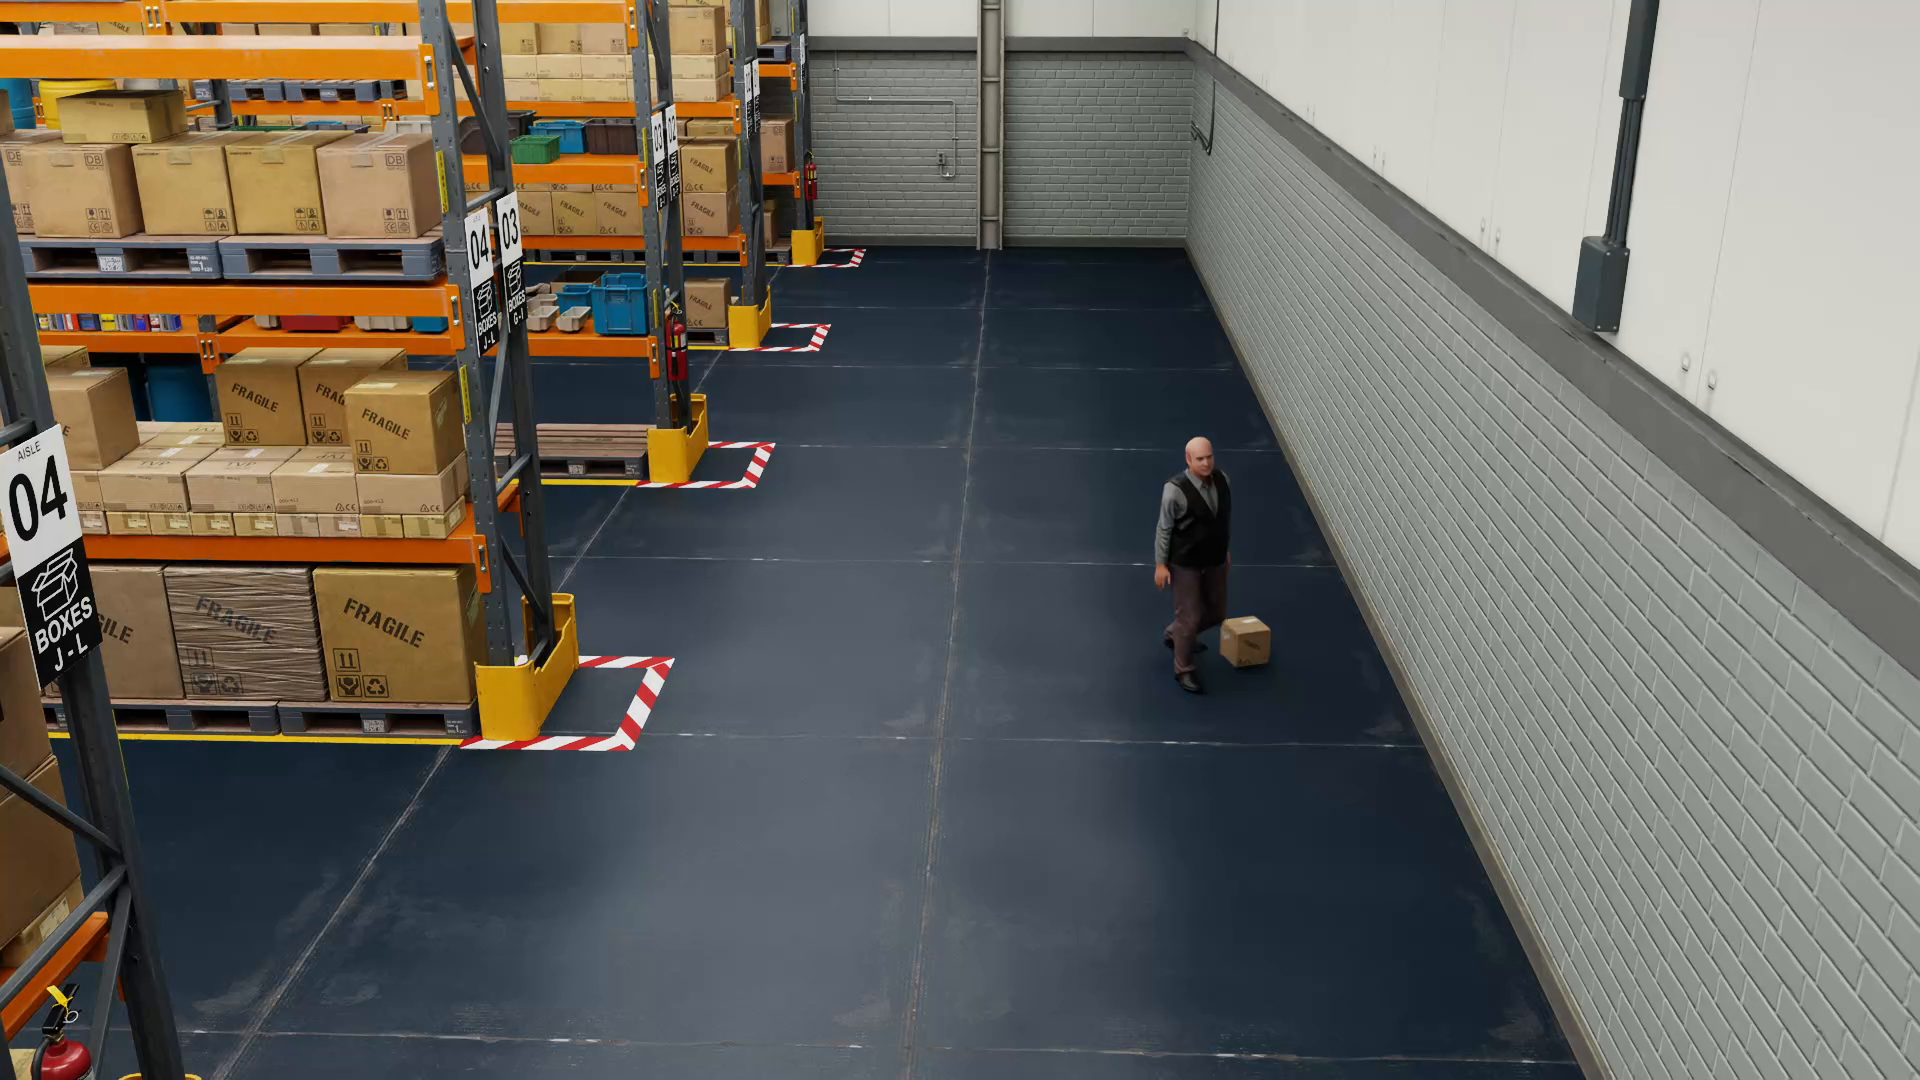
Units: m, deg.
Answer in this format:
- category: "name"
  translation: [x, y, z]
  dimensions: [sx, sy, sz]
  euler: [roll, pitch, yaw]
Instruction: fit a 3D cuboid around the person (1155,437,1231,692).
- category: "person"
  translation: [1.482, 0.115, 10.814]
  dimensions: [0.593, 1.714, 0.549]
  euler: [-13, 24, -30]
